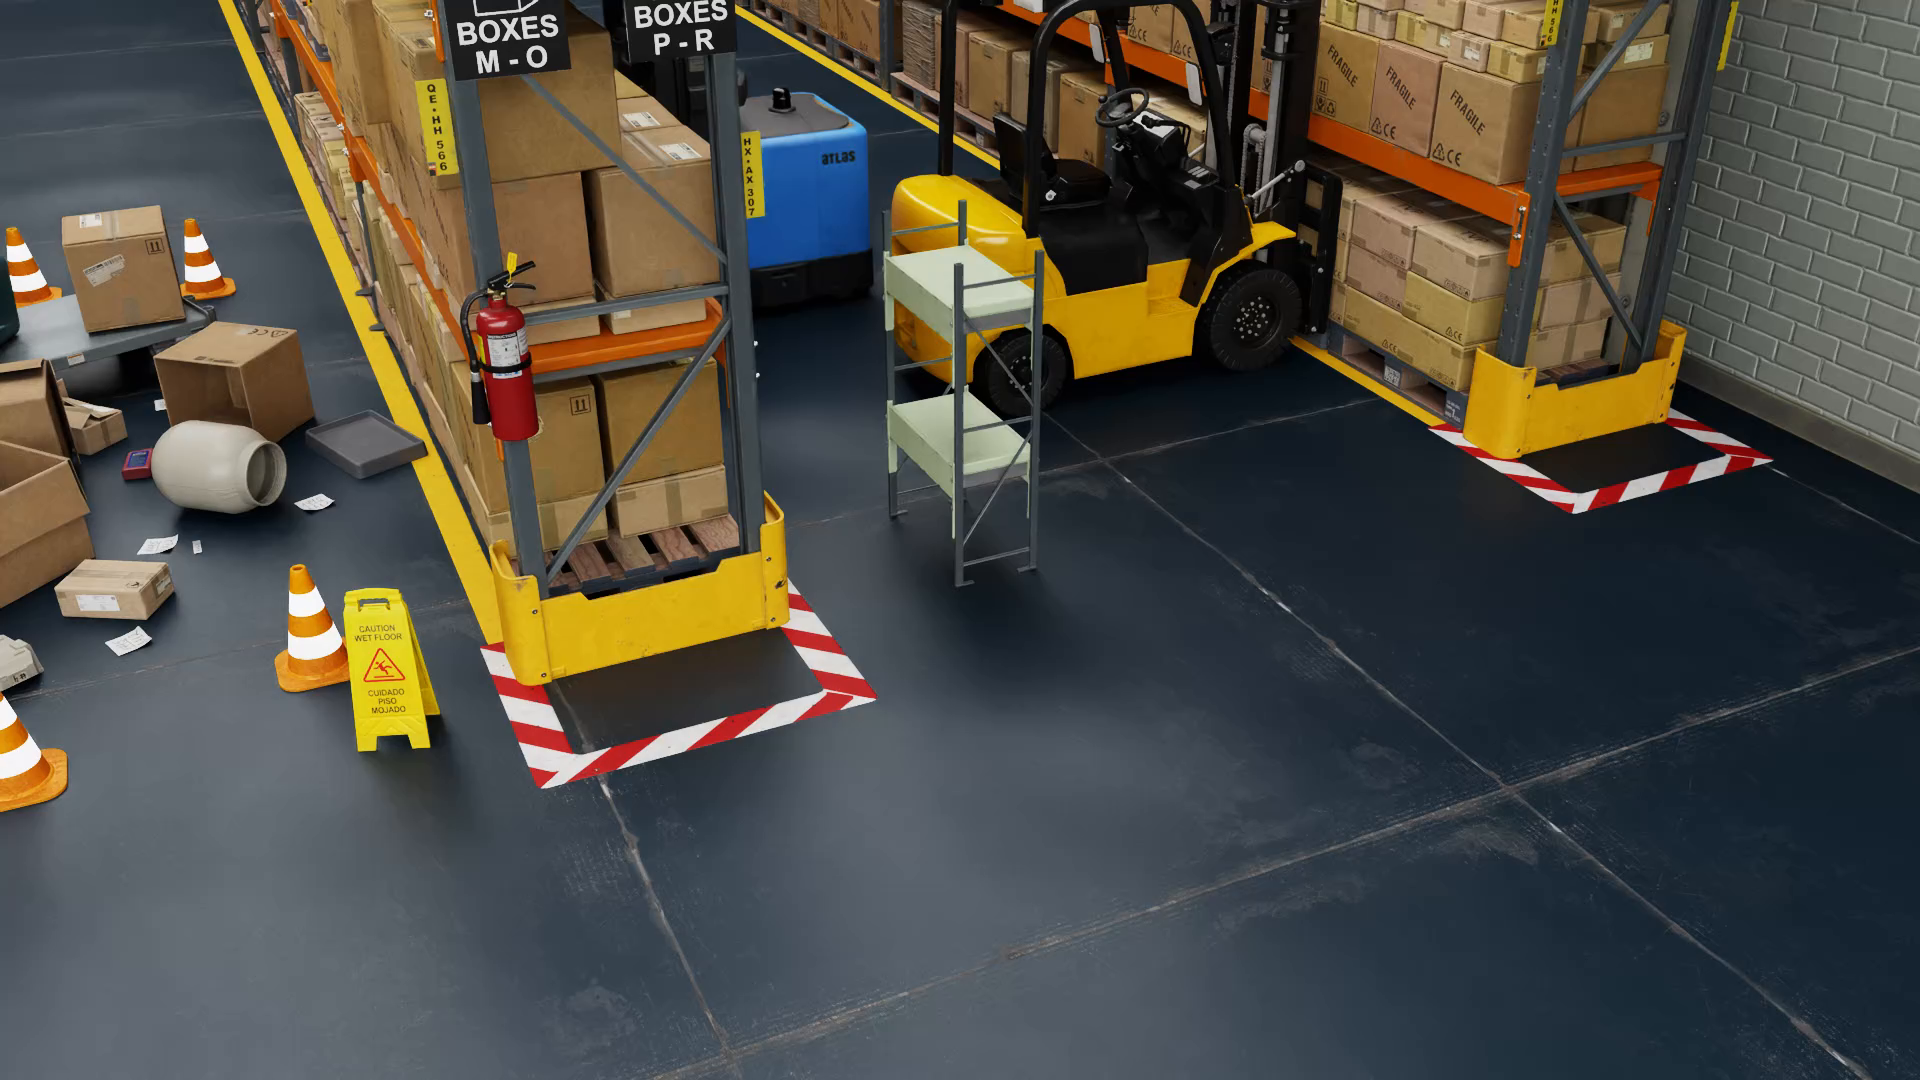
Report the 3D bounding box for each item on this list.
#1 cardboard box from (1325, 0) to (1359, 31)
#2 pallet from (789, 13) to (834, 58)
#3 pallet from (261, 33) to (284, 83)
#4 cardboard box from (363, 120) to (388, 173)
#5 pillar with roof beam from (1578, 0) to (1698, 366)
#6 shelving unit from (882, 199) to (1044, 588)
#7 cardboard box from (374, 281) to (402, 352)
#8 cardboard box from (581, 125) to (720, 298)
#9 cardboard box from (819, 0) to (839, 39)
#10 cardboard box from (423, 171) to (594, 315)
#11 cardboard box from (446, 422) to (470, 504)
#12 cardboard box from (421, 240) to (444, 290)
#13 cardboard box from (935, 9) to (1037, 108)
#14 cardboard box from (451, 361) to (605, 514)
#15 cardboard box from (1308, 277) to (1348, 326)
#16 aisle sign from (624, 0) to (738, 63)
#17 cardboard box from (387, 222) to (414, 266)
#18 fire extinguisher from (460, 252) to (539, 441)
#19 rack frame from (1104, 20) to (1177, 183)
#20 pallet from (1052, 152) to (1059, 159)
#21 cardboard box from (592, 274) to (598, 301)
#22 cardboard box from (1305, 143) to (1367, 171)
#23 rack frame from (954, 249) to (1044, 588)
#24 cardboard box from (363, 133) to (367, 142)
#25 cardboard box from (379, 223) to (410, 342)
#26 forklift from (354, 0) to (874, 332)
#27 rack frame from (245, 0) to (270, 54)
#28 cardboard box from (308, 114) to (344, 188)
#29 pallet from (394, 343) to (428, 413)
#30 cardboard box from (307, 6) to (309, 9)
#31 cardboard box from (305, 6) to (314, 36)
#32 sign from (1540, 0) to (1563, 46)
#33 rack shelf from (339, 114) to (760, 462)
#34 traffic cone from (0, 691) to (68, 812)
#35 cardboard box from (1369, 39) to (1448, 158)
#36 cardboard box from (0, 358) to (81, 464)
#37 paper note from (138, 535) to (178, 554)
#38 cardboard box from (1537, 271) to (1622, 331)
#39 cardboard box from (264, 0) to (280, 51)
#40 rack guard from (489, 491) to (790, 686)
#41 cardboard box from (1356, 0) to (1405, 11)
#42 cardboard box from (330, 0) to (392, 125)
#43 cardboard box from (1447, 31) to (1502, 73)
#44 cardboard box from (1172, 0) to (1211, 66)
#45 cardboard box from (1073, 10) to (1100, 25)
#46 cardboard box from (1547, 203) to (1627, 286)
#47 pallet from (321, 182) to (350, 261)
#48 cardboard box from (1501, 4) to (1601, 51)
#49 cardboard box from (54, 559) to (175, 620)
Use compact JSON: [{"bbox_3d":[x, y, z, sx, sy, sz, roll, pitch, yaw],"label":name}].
[{"bbox_3d":[2.229,-2.901,9.091,0.380,0.149,0.250,-13,32,-22],"label":"cardboard box"},{"bbox_3d":[-1.037,-5.112,16.651,1.003,0.211,1.213,-13,32,-22],"label":"pallet"},{"bbox_3d":[-6.030,-4.634,15.798,1.003,0.211,1.213,-13,32,-22],"label":"pallet"},{"bbox_3d":[-2.618,-2.121,8.059,0.500,0.500,0.500,-13,32,-22],"label":"cardboard box"},{"bbox_3d":[-0.170,-4.128,5.911,9.100,9.000,0.400,-13,32,-22],"label":"pillar with roof beam"},{"bbox_3d":[0.003,-0.651,7.378,0.431,1.500,0.755,-13,32,-22],"label":"shelving unit"},{"bbox_3d":[-2.986,-1.308,9.398,0.500,0.250,0.500,-15,32,-24],"label":"cardboard box"},{"bbox_3d":[-1.231,-1.315,6.623,0.500,0.500,0.500,-14,32,-23],"label":"cardboard box"},{"bbox_3d":[-1.039,-5.141,15.977,0.500,0.500,0.500,-12,31,-20],"label":"cardboard box"},{"bbox_3d":[-1.760,-1.230,6.470,0.500,0.500,0.500,-14,32,-23],"label":"cardboard box"},{"bbox_3d":[-2.083,-0.389,7.760,0.500,0.250,0.500,-13,32,-22],"label":"cardboard box"},{"bbox_3d":[-2.069,-1.199,7.078,0.380,0.149,0.250,-13,32,-21],"label":"cardboard box"},{"bbox_3d":[0.312,-4.034,13.876,0.875,0.625,0.625,-12,31,-20],"label":"cardboard box"},{"bbox_3d":[-1.858,-0.485,7.163,0.500,0.500,0.500,-13,32,-22],"label":"cardboard box"},{"bbox_3d":[2.305,-1.488,9.719,0.500,0.250,0.500,-13,32,-21],"label":"cardboard box"},{"bbox_3d":[-0.972,-2.046,5.674,0.394,0.787,0.004,-13,32,-22],"label":"aisle sign"},{"bbox_3d":[-2.646,-1.505,8.320,0.380,0.149,0.250,-11,31,-19],"label":"cardboard box"},{"bbox_3d":[-1.645,-0.694,5.999,0.296,0.674,0.183,-13,32,-22],"label":"fire extinguisher"},{"bbox_3d":[1.486,-3.685,11.255,1.000,3.000,0.127,-13,32,-22],"label":"rack frame"},{"bbox_3d":[1.135,-2.786,12.503,1.003,0.211,1.213,-13,32,-22],"label":"pallet"},{"bbox_3d":[-1.358,-1.067,6.843,0.380,0.149,0.250,-13,32,-21],"label":"cardboard box"},{"bbox_3d":[2.063,-2.147,9.871,0.500,0.250,0.500,-14,32,-23],"label":"cardboard box"},{"bbox_3d":[0.160,-0.490,7.090,0.400,1.500,0.023,-13,32,-22],"label":"rack frame"},{"bbox_3d":[-2.994,-2.225,8.907,0.380,0.149,0.250,-12,31,-21],"label":"cardboard box"},{"bbox_3d":[-2.745,-1.401,8.797,0.500,0.500,0.500,-12,31,-20],"label":"cardboard box"},{"bbox_3d":[-2.105,-2.728,9.619,3.031,2.935,1.130,-13,32,-22],"label":"forklift"},{"bbox_3d":[-6.430,-6.175,15.696,1.000,3.000,0.127,-13,32,-22],"label":"rack frame"},{"bbox_3d":[-4.155,-2.870,12.058,0.950,0.372,0.625,-14,32,-23],"label":"cardboard box"},{"bbox_3d":[-2.675,-1.136,9.560,1.003,0.211,1.213,-13,32,-22],"label":"pallet"},{"bbox_3d":[-3.831,-3.602,10.271,0.500,0.500,0.500,-12,31,-20],"label":"cardboard box"},{"bbox_3d":[-3.818,-3.223,10.258,0.380,0.149,0.250,-13,32,-22],"label":"cardboard box"},{"bbox_3d":[2.707,-2.419,7.571,0.100,0.325,0.005,-13,32,-22],"label":"sign"},{"bbox_3d":[-2.137,-1.444,7.994,1.077,0.370,4.000,-13,32,-22],"label":"rack shelf"},{"bbox_3d":[-3.484,0.696,6.035,0.336,0.463,0.334,-13,32,-22],"label":"traffic cone"},{"bbox_3d":[2.541,-2.355,8.781,0.500,0.500,0.500,-12,31,-20],"label":"cardboard box"},{"bbox_3d":[-4.728,-0.501,7.989,0.797,0.637,0.503,-13,32,-22],"label":"cardboard box"},{"bbox_3d":[-3.711,0.019,7.696,0.148,0.019,0.142,-3,29,-5],"label":"paper note"},{"bbox_3d":[3.189,-1.372,9.000,0.500,0.250,0.500,-12,32,-21],"label":"cardboard box"},{"bbox_3d":[-6.091,-5.175,15.654,0.875,0.875,0.875,-12,31,-20],"label":"cardboard box"},{"bbox_3d":[-1.311,0.182,6.914,1.175,0.500,0.348,-13,32,-22],"label":"rack guard"},{"bbox_3d":[2.337,-2.918,8.818,0.380,0.149,0.250,-12,32,-21],"label":"cardboard box"},{"bbox_3d":[-2.217,-2.093,6.986,0.700,0.500,0.500,-13,32,-23],"label":"cardboard box"},{"bbox_3d":[2.665,-2.446,8.280,0.380,0.149,0.250,-13,32,-21],"label":"cardboard box"},{"bbox_3d":[1.679,-3.252,10.380,0.500,0.500,0.500,-13,32,-21],"label":"cardboard box"},{"bbox_3d":[1.034,-3.788,11.591,0.500,0.250,0.500,-12,32,-21],"label":"cardboard box"},{"bbox_3d":[3.168,-1.590,8.879,0.500,0.250,0.500,-14,32,-23],"label":"cardboard box"},{"bbox_3d":[-3.859,-2.309,11.651,1.003,0.211,1.213,-13,32,-22],"label":"pallet"},{"bbox_3d":[2.859,-2.489,8.052,0.380,0.149,0.250,-13,32,-22],"label":"cardboard box"},{"bbox_3d":[-3.665,0.214,7.216,0.380,0.149,0.250,2,29,4],"label":"cardboard box"}]
